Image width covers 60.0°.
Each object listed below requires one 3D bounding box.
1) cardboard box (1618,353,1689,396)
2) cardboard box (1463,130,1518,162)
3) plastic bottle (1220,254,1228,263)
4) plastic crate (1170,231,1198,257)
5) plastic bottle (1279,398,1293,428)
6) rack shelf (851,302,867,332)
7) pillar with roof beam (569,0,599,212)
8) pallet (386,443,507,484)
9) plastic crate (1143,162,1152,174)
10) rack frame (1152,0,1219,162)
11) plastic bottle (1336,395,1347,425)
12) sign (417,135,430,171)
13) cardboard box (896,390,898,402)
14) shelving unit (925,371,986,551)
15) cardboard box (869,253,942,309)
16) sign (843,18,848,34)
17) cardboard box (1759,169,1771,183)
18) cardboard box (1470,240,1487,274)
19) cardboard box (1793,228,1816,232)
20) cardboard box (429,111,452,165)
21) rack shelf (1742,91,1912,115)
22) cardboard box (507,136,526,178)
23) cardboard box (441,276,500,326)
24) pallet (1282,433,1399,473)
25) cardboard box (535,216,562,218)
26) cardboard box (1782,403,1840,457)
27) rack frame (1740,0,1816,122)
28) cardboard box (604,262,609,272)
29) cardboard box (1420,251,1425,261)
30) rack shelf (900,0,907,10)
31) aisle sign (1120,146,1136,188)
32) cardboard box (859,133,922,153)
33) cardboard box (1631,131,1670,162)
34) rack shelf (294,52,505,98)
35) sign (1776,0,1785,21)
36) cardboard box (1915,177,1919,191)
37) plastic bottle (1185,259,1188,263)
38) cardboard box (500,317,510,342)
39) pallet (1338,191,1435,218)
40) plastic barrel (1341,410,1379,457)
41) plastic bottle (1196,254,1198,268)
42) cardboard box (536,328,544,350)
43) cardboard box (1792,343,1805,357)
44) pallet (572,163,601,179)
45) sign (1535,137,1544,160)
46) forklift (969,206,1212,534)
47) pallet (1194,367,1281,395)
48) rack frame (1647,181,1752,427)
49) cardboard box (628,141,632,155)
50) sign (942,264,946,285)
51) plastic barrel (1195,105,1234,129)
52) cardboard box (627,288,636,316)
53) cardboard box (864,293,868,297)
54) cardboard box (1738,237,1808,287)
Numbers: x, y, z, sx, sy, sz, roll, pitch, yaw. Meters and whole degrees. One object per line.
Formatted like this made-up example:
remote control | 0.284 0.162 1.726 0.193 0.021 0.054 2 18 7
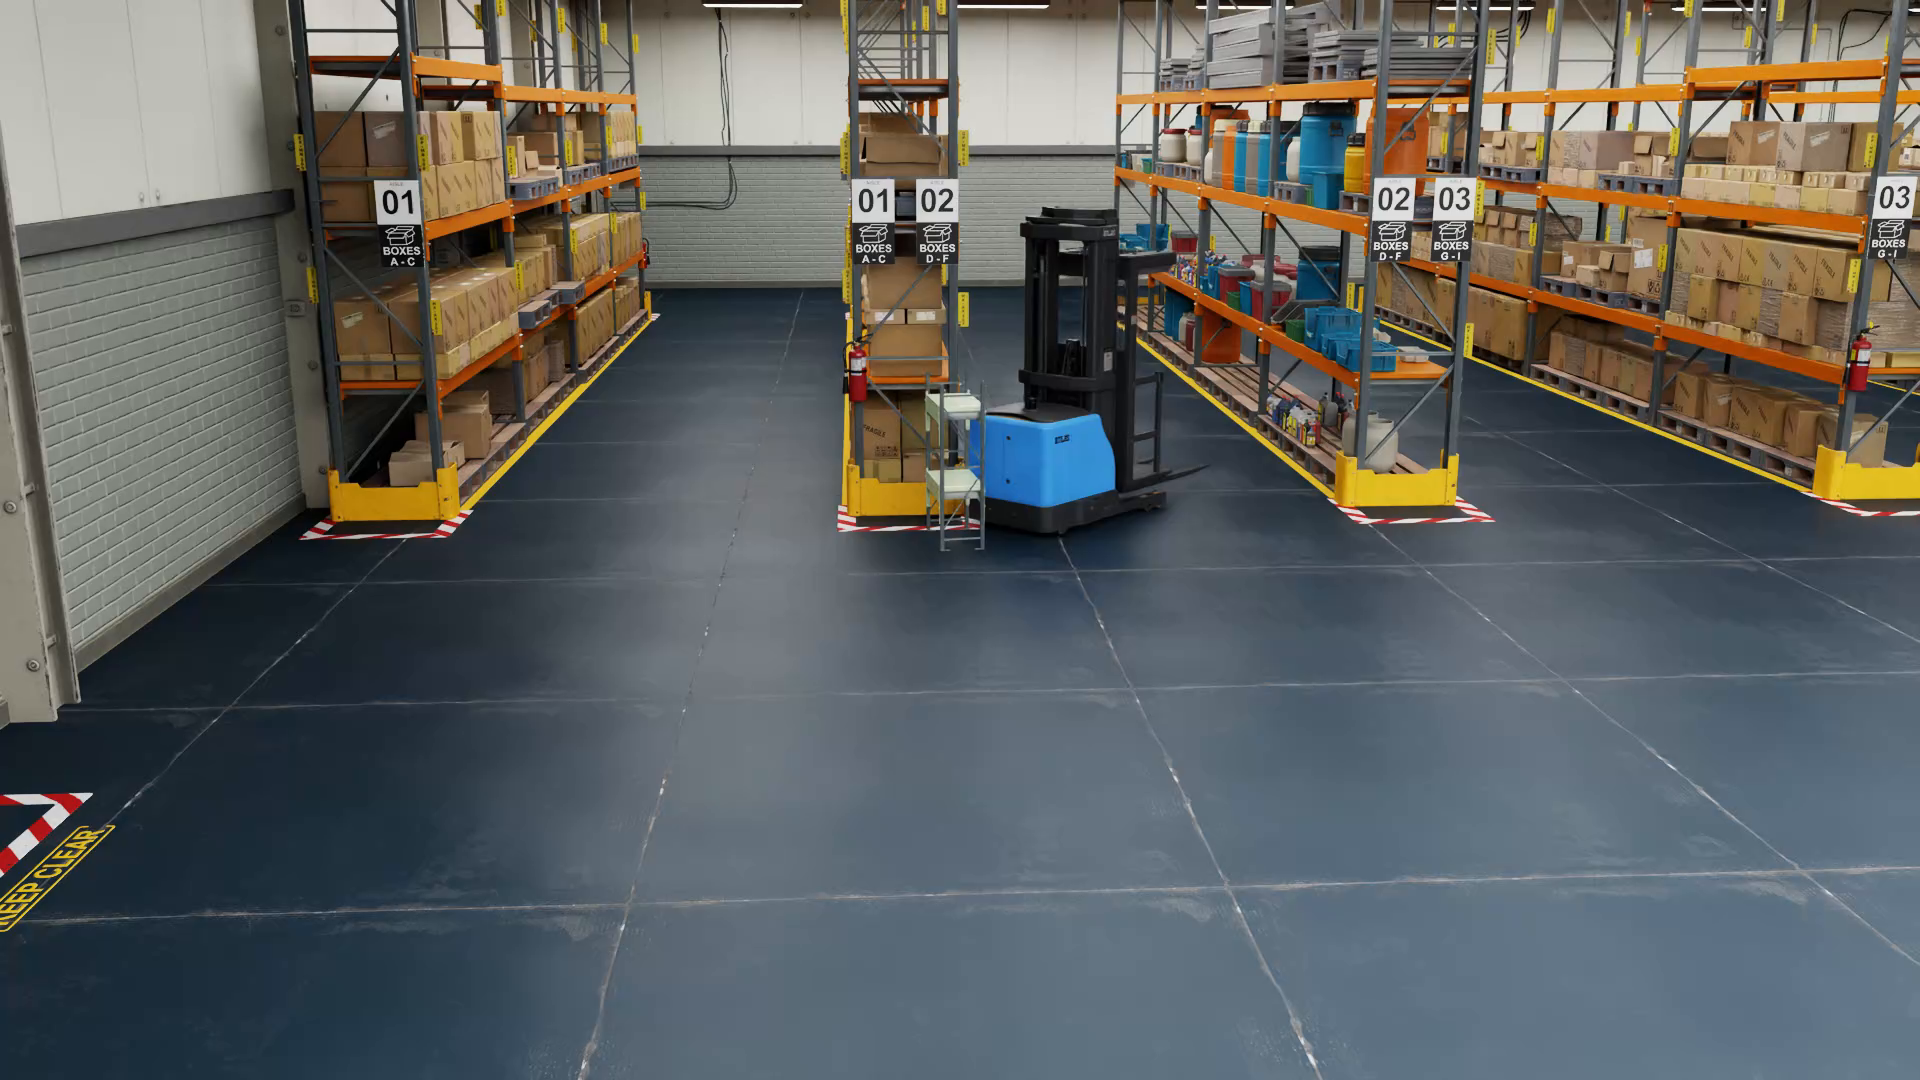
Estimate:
cardboard box | 9.090 -2.161 21.764 0.700 0.500 0.500 -1 14 -4
cardboard box | 8.668 -6.437 27.185 0.700 0.500 0.500 -1 14 -2
plastic bottle | 4.130 -4.279 25.959 0.144 0.351 0.185 -1 14 -3
plastic crate | 3.874 -5.086 28.749 0.402 0.464 0.583 -1 14 -3
plastic bottle | 3.822 -1.487 19.441 0.144 0.351 0.185 -1 15 -6
rack shelf | -0.894 -2.884 21.883 1.077 0.370 4.000 -1 14 -3
pillar with roof beam | -3.191 -9.272 33.227 9.100 9.000 0.400 -1 14 -3
pallet | -5.558 -0.837 18.078 1.003 0.211 1.213 -1 14 -3
plastic crate | 3.351 -6.251 27.930 0.450 0.188 0.662 -1 14 -3
rack frame | 3.679 -7.705 27.139 1.000 3.000 0.127 -1 14 -3
plastic bottle | 4.514 -1.537 19.638 0.144 0.351 0.185 -2 15 -6
sign | -4.924 -3.547 15.243 0.100 0.325 0.005 -1 14 -3
cardboard box | -0.469 -1.609 18.655 0.500 0.500 0.500 -1 14 -3
shelving unit | -0.048 -0.727 15.065 0.431 1.500 0.755 -3 15 -10
cardboard box | -0.542 -2.546 16.323 0.700 0.500 0.500 -1 14 -3
sign | -1.559 -7.115 22.811 0.100 0.325 0.005 -1 14 -3
cardboard box | 8.999 -3.987 18.208 0.380 0.149 0.250 -1 14 -2
cardboard box | 8.464 -4.557 26.742 0.500 0.500 0.500 -1 14 -5
cardboard box | 13.846 -5.005 27.149 0.380 0.149 0.250 -1 14 -4
cardboard box | -5.228 -3.883 16.054 0.500 0.500 0.500 -1 14 -4
rack shelf | 13.703 -6.794 25.842 1.077 0.370 4.000 -1 14 -3
cardboard box | -5.744 -4.806 20.846 0.500 0.500 0.500 -1 14 -5
cardboard box | -5.319 -2.596 18.074 0.500 0.500 0.500 -1 14 -5
pallet | 4.253 -0.988 18.667 1.003 0.211 1.213 -1 14 -3
cardboard box | -6.402 -4.964 26.181 0.500 0.250 0.500 -1 14 -3
cardboard box | 9.272 -1.189 18.024 0.500 0.500 0.500 3 15 11
rack frame | 13.579 -7.833 27.636 1.000 3.000 0.127 -1 14 -3
cardboard box | -5.867 -4.393 26.768 0.380 0.149 0.250 -1 14 -2
cardboard box | 8.244 -4.954 28.987 0.380 0.149 0.250 -1 14 -4
rack shelf | -1.389 -9.388 28.454 1.077 0.370 4.000 -1 14 -3
aisle sign | 3.130 -7.067 31.481 0.394 0.787 0.004 -1 14 -3
cardboard box | -0.794 -4.097 17.804 0.797 0.503 0.637 1 14 3
cardboard box | 9.207 -5.259 22.448 0.500 0.500 0.500 -1 14 -2
rack shelf | -5.590 -4.716 16.968 1.077 0.370 4.000 -1 14 -3
sign | 9.660 -6.287 19.592 0.100 0.325 0.005 -1 14 -3
cardboard box | 9.579 -3.537 16.460 0.380 0.149 0.250 -1 14 -4
plastic bottle | 3.534 -4.253 26.020 0.097 0.271 0.097 0 14 0
cardboard box | -5.359 -2.357 18.654 0.500 0.250 0.500 -1 14 -3
pallet | 4.468 -3.384 16.743 1.003 0.211 1.213 -1 14 -3
plastic barrel | 4.274 -1.101 17.661 0.421 0.512 0.421 0 14 0
plastic bottle | 3.918 -4.550 27.015 0.144 0.351 0.185 -1 14 -3
cardboard box | -5.892 -2.697 22.341 0.500 0.250 0.500 -1 14 -2
cardboard box | 9.060 -2.024 17.602 0.380 0.149 0.250 -1 14 -3
pallet | -6.103 -5.780 26.059 0.805 0.209 1.217 -1 15 -6
sign | 8.315 -5.617 23.844 0.100 0.325 0.005 -1 14 -3
forklift | 1.395 -1.772 16.256 1.130 2.935 3.031 12 19 40
pallet | 3.936 -2.262 23.616 1.003 0.211 1.213 -1 14 -3
rack frame | 9.118 -2.887 20.451 1.000 3.000 0.127 -1 14 -3
cardboard box | -6.114 -6.966 29.543 0.500 0.250 0.500 -1 14 -6
sign | -0.216 -3.202 19.777 0.100 0.325 0.005 -1 14 -3
plastic barrel | 3.937 -6.277 25.757 0.600 0.901 0.708 -1 14 -3
cardboard box | -6.283 -4.338 30.263 0.700 0.500 0.500 -1 14 -4
cardboard box | -0.818 -2.517 17.510 0.380 0.149 0.250 0 14 -2
cardboard box | 8.997 -3.075 18.377 0.500 0.500 0.500 -1 14 -3
